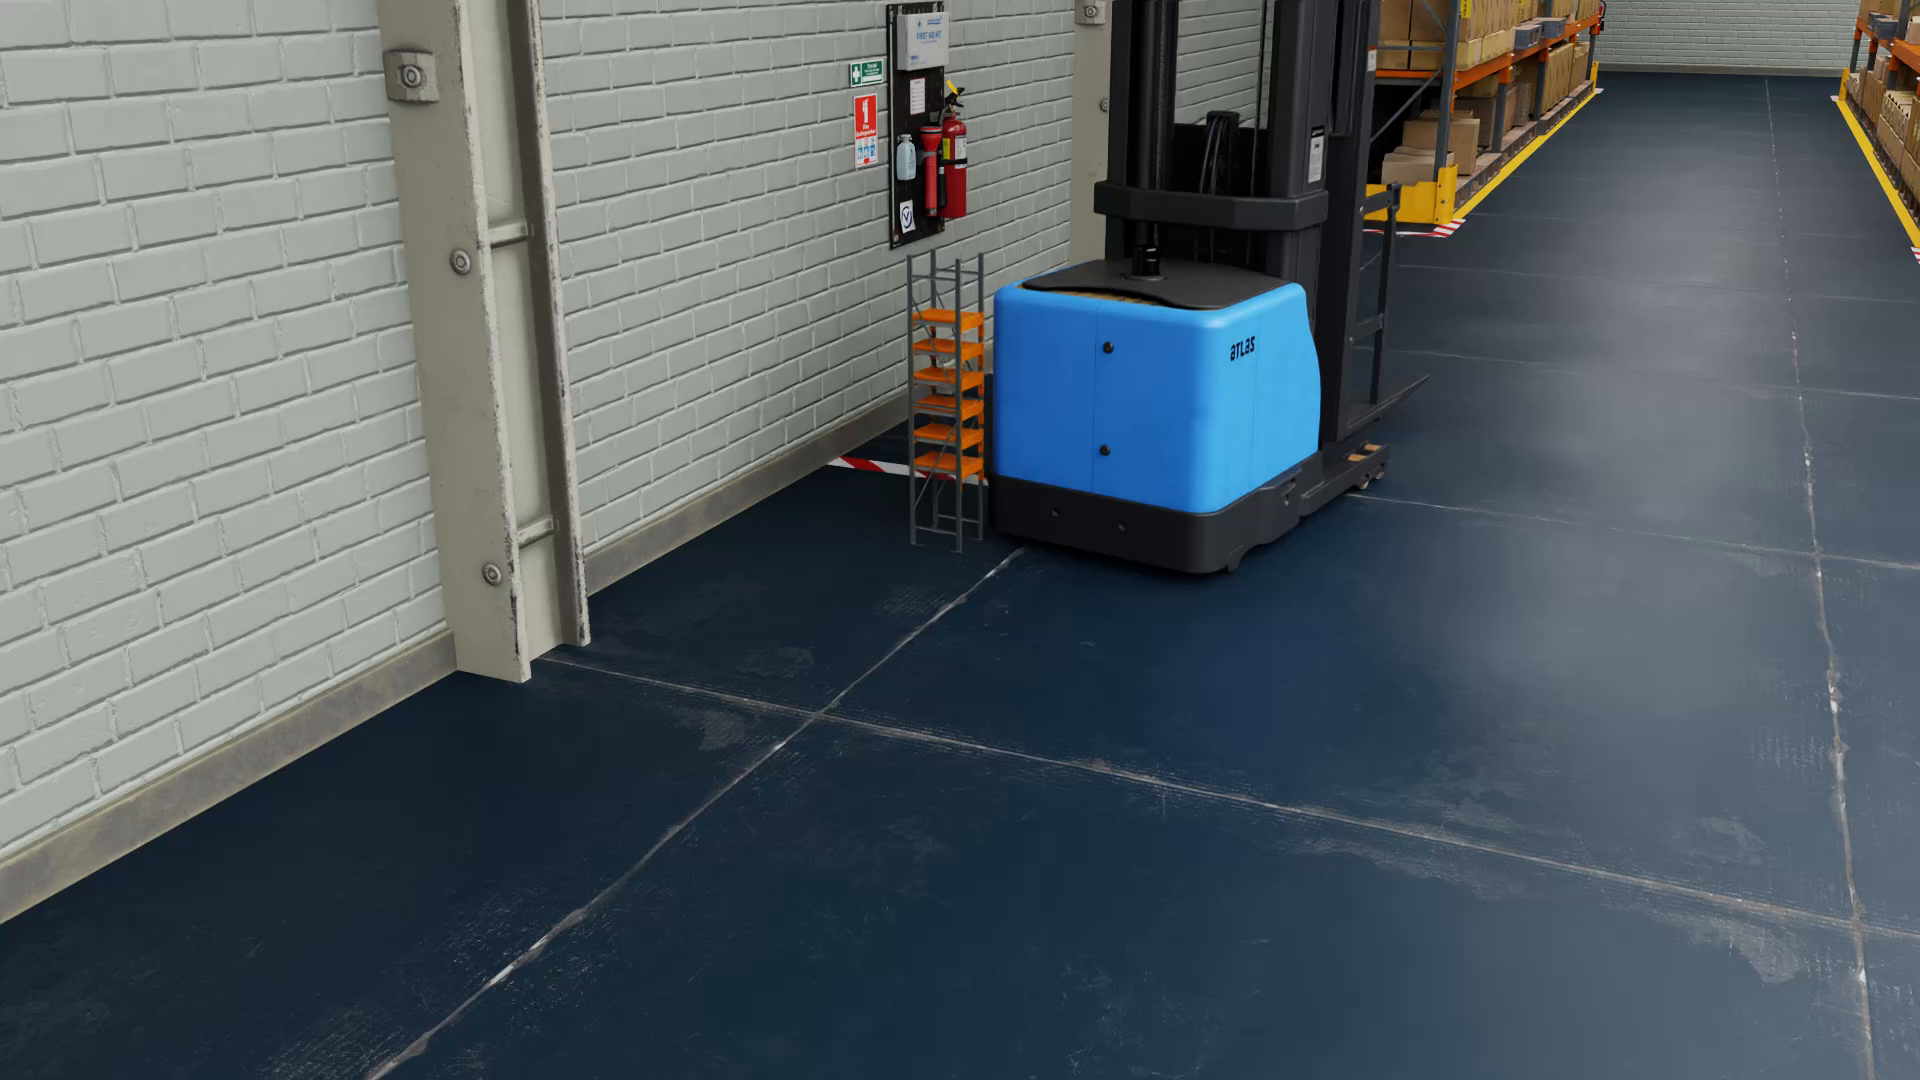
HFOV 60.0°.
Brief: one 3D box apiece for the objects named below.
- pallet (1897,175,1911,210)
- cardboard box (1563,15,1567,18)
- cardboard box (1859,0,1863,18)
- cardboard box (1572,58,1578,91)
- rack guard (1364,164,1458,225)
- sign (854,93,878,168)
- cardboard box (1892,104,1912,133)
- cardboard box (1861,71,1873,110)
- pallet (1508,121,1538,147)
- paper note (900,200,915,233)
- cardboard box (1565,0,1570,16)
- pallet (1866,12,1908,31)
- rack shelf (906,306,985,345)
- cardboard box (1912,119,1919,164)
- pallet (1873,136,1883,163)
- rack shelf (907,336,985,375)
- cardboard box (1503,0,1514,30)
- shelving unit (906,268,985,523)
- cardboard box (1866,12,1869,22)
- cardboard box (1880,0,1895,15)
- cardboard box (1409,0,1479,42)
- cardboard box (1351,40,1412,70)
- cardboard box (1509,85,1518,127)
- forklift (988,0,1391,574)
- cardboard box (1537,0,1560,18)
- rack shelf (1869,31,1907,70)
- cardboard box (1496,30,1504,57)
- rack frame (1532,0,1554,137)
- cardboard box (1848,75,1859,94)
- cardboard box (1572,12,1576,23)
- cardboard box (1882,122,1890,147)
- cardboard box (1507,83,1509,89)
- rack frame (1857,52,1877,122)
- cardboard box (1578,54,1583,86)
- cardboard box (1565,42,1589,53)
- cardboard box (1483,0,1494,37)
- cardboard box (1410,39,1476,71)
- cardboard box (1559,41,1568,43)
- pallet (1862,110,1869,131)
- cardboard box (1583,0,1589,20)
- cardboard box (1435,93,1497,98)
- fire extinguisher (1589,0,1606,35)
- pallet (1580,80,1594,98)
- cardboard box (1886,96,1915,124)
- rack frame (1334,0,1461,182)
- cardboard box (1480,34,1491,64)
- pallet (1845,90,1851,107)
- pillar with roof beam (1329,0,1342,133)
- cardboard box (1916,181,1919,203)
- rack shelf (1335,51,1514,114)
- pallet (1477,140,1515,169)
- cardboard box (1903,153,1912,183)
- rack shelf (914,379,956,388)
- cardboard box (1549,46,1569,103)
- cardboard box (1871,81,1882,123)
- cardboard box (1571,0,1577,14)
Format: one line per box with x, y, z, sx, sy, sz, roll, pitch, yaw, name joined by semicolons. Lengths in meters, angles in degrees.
9.673;-3.341;16.047;1.003;0.211;1.213;9;21;23;pallet
8.468;-7.457;23.806;0.380;0.149;0.250;9;21;23;cardboard box
14.528;-8.508;26.266;0.500;0.500;0.500;9;21;24;cardboard box
9.400;-7.404;26.414;0.700;0.500;0.500;8;21;22;cardboard box
3.909;-3.193;15.201;1.175;0.500;0.348;9;21;23;rack guard
8.123;-3.676;12.682;11.513;0.391;16.451;9;21;23;sign
10.355;-4.534;17.880;0.500;0.311;0.500;8;21;23;cardboard box
12.892;-6.253;23.147;0.500;0.500;0.500;8;21;20;cardboard box
6.833;-5.241;21.390;1.003;0.211;1.213;9;21;23;pallet
-0.264;-1.636;8.408;0.016;0.148;0.142;9;21;23;paper note
8.220;-7.574;23.166;0.500;0.500;0.500;9;22;24;cardboard box
12.886;-7.018;22.512;1.003;0.211;1.213;9;21;23;pallet
-0.057;-0.856;6.635;0.258;0.103;0.180;10;21;28;rack shelf
9.152;-3.743;15.375;0.500;0.500;0.500;9;21;23;cardboard box
11.302;-4.555;19.460;1.003;0.211;1.213;9;21;23;pallet
-0.057;-0.742;6.673;0.258;0.103;0.180;10;21;28;rack shelf
5.405;-5.522;17.095;0.500;0.500;0.500;8;21;22;cardboard box
-0.055;-0.557;6.736;0.258;1.046;0.183;10;21;28;shelving unit
13.701;-7.888;24.522;0.500;0.500;0.500;9;22;24;cardboard box
12.691;-7.249;22.101;0.700;0.500;0.500;12;23;31;cardboard box
4.348;-4.744;14.908;0.500;0.500;0.500;9;21;23;cardboard box
3.893;-4.456;15.216;0.500;0.250;0.500;9;21;23;cardboard box
6.590;-5.454;20.902;0.700;0.500;0.500;9;21;23;cardboard box
1.357;-1.689;7.343;1.130;2.935;3.031;13;23;32;forklift
7.586;-7.103;21.843;0.500;0.500;0.500;9;22;24;cardboard box
12.494;-6.387;21.526;1.077;0.370;4.000;9;21;23;rack shelf
5.195;-5.016;16.790;0.500;0.250;0.500;8;21;22;cardboard box
7.154;-6.793;21.594;1.000;3.000;0.127;9;21;23;rack frame
14.060;-7.039;25.732;0.500;0.250;0.500;9;21;23;cardboard box
8.830;-7.684;24.445;0.380;0.149;0.250;9;21;24;cardboard box
10.780;-4.584;18.858;0.500;0.250;0.500;8;21;21;cardboard box
6.410;-5.625;20.265;0.500;0.250;0.500;8;21;22;cardboard box
13.313;-7.337;23.124;1.000;3.000;0.127;9;21;23;rack frame
9.824;-7.724;27.316;0.700;0.500;0.500;8;21;21;cardboard box
10.244;-8.194;27.669;0.380;0.149;0.250;9;22;24;cardboard box
4.776;-5.051;15.770;0.500;0.500;0.500;8;21;21;cardboard box
15.881;-2.695;11.533;24.593;1.100;3.897;9;22;25;cardboard box
10.103;-8.402;28.255;0.380;0.149;0.250;9;21;23;cardboard box
13.014;-5.770;22.878;1.003;0.211;1.213;9;21;23;pallet
9.333;-8.543;26.067;0.980;0.700;0.700;8;21;21;cardboard box
5.968;-4.992;19.603;0.700;0.500;0.500;8;21;22;cardboard box
10.913;-9.009;28.497;0.296;0.674;0.183;9;21;23;fire extinguisher
10.174;-7.670;28.220;1.003;0.211;1.213;9;21;23;pallet
10.774;-4.844;18.753;0.500;0.311;0.500;8;21;21;cardboard box
3.878;-4.348;14.717;1.000;3.000;0.127;9;21;23;rack frame
4.781;-4.708;15.923;0.500;0.250;0.500;8;21;22;cardboard box
14.594;-6.979;26.279;1.003;0.211;1.213;9;21;23;pallet
7.303;-6.916;12.987;9.100;9.000;0.400;9;21;23;pillar with roof beam
8.746;-3.084;14.639;0.500;0.250;0.500;9;21;23;cardboard box
9.216;-5.259;14.177;10.984;3.170;4.000;9;21;23;rack shelf
5.833;-4.495;19.293;1.003;0.211;1.213;9;21;23;pallet
9.361;-3.542;15.928;0.500;0.250;0.500;9;21;23;cardboard box
-0.056;-0.647;6.704;0.199;0.020;0.166;10;21;28;rack shelf
8.283;-6.712;23.948;0.750;0.750;0.750;9;22;24;cardboard box
12.056;-5.620;21.370;0.500;0.500;0.500;8;21;21;cardboard box
8.633;-7.880;24.026;0.500;0.500;0.500;9;21;23;cardboard box
